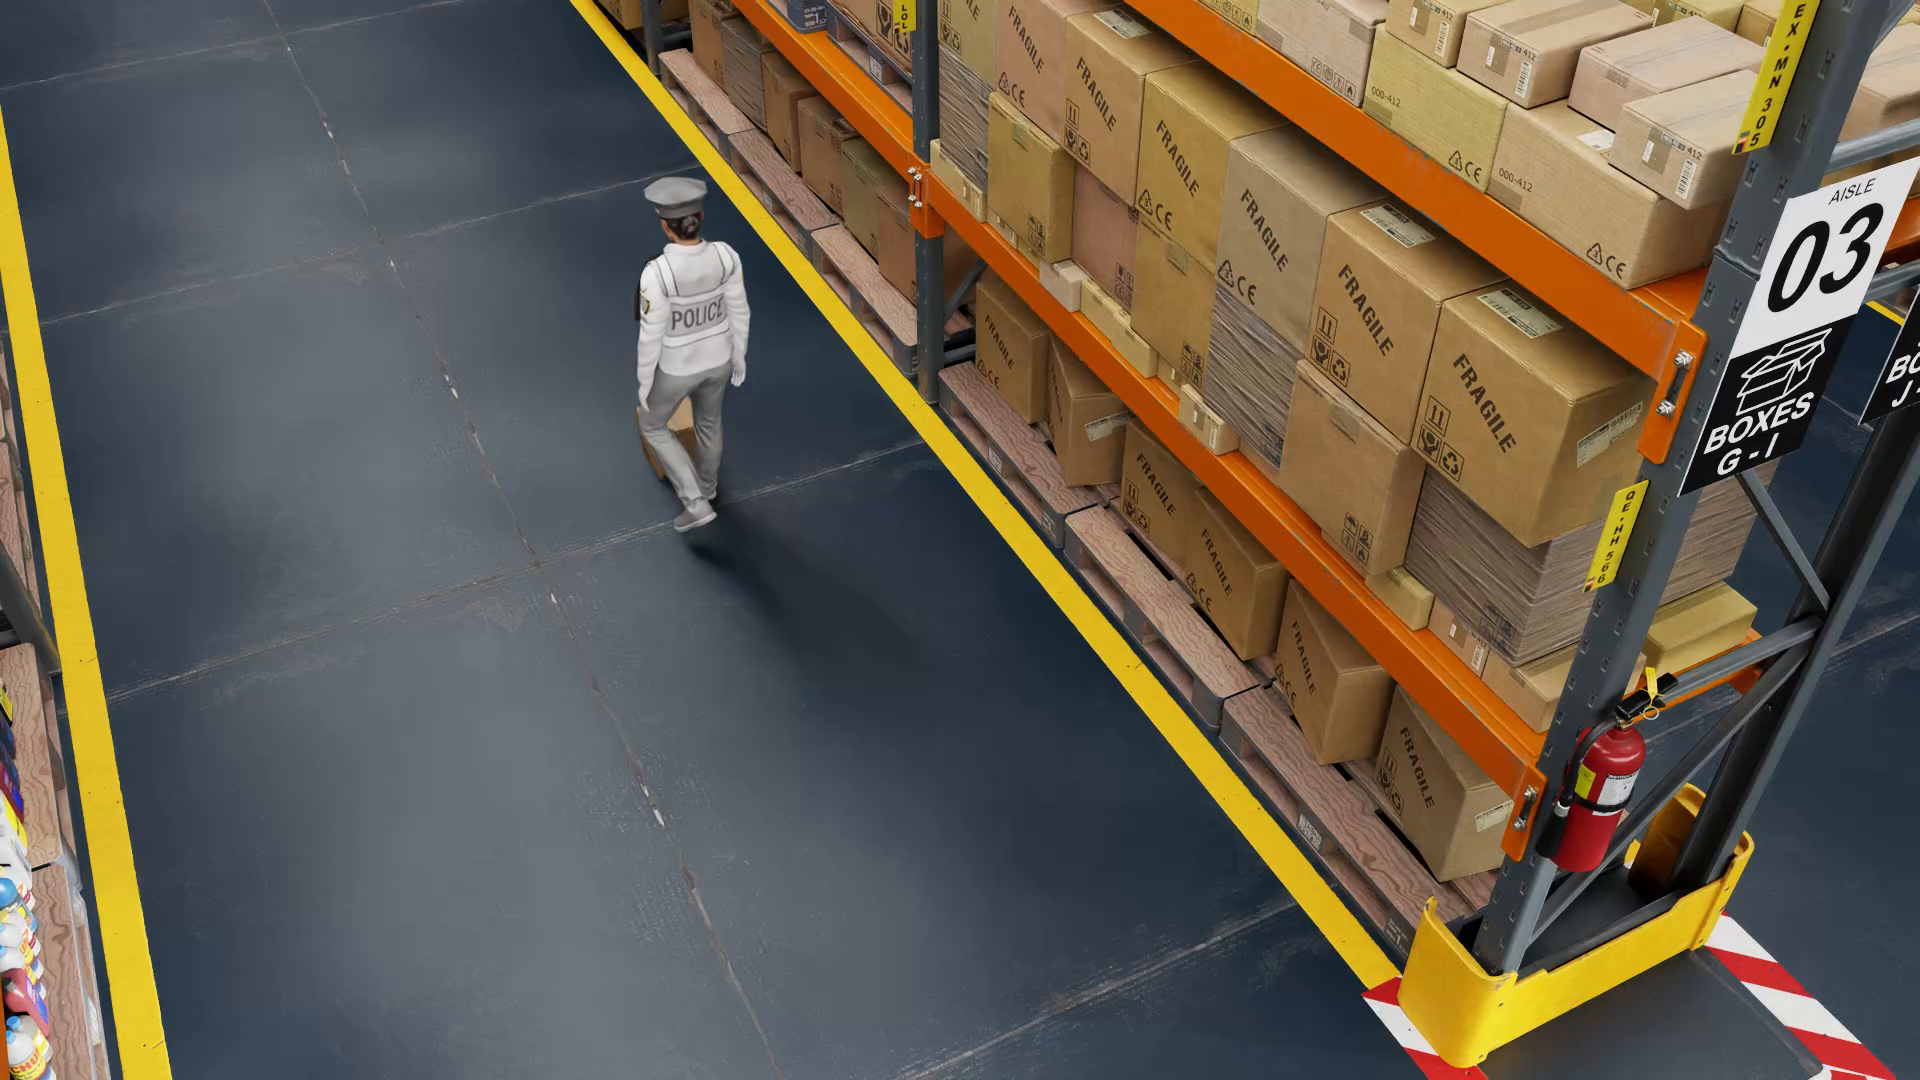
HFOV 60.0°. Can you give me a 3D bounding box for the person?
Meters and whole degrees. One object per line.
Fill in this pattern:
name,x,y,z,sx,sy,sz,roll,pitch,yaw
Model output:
person,-1.154,-0.767,6.994,0.514,1.652,0.605,-25,47,-25
